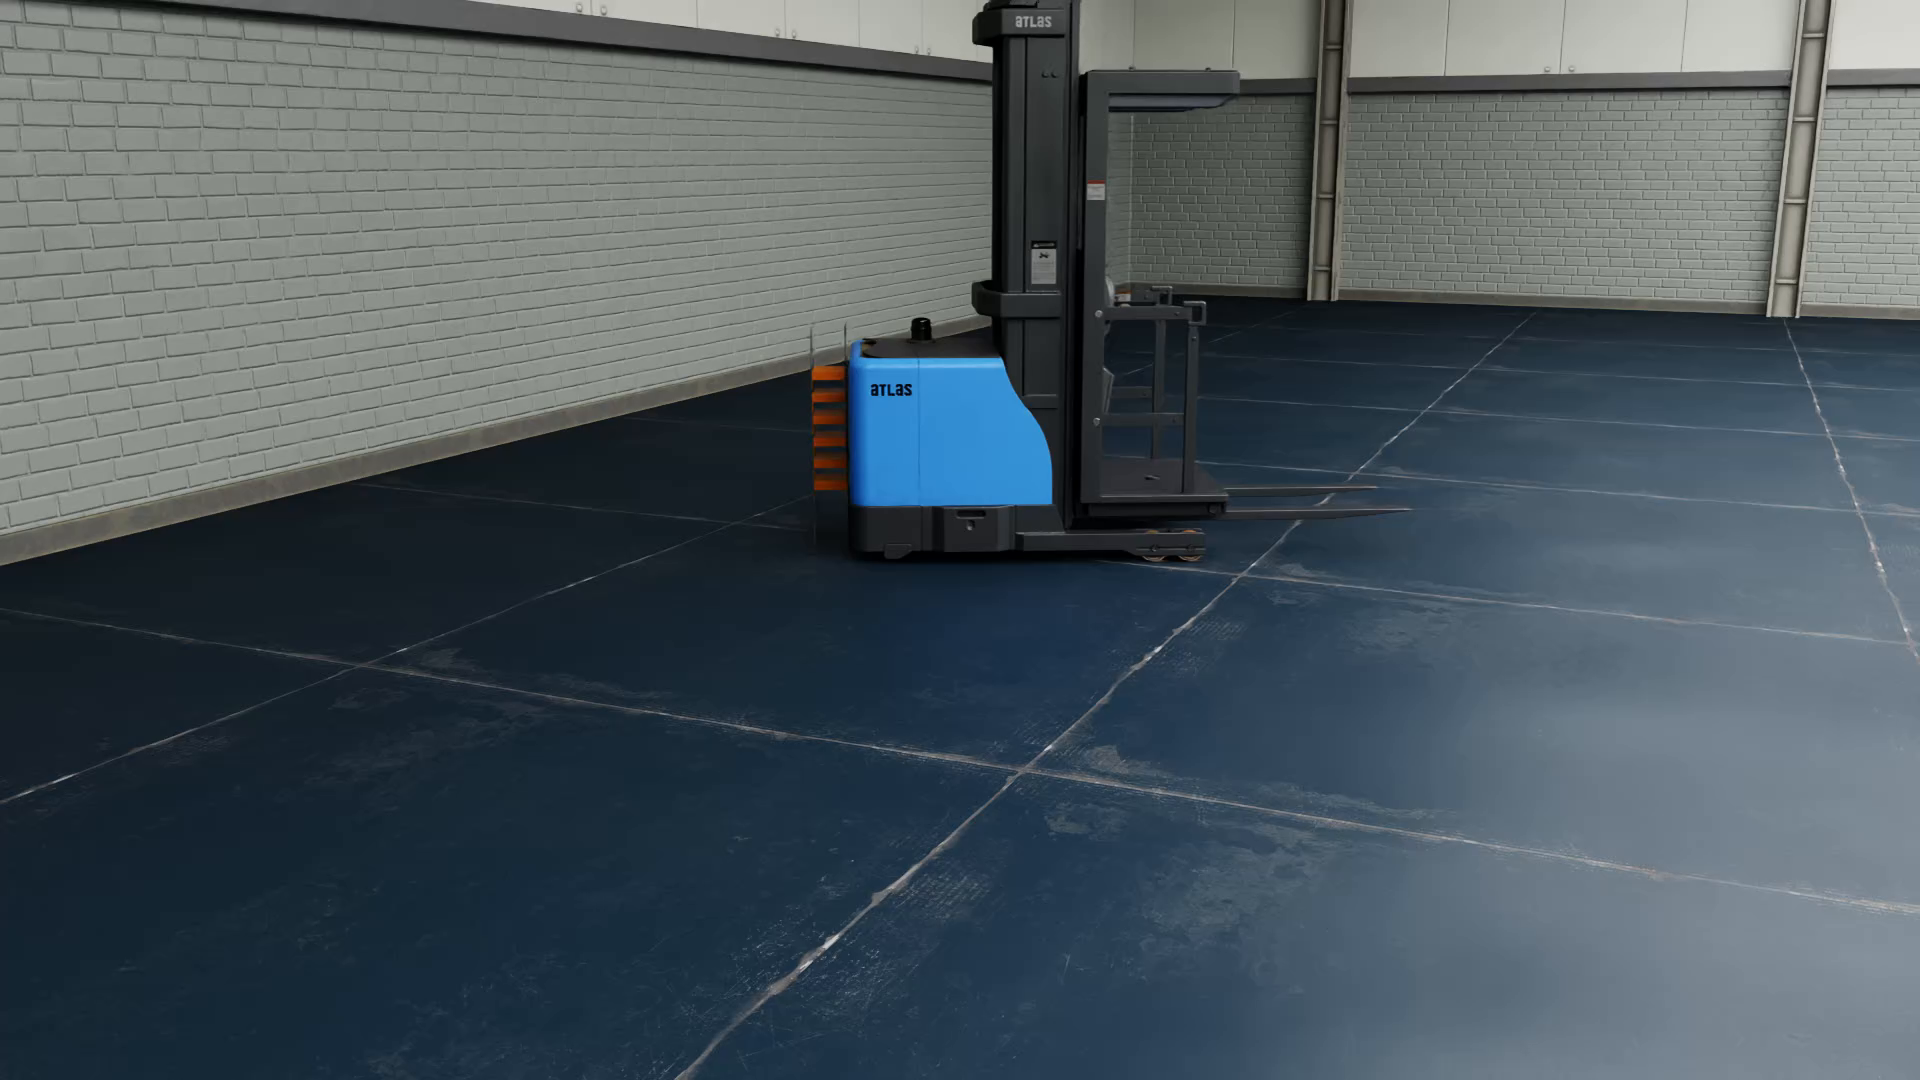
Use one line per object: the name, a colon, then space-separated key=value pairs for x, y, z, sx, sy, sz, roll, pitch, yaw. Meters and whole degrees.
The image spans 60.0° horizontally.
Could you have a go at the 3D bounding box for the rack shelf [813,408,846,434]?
rack shelf: x=-0.709 y=-0.650 z=9.067 sx=0.180 sy=0.103 sz=0.258 roll=-1 pitch=13 yaw=-3

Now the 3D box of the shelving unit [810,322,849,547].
shelving unit: x=-0.709 y=-0.576 z=9.084 sx=0.189 sy=1.200 sz=0.258 roll=-1 pitch=13 yaw=-3

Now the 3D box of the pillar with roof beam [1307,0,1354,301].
pillar with roof beam: x=3.505 y=-6.959 z=19.213 sx=0.400 sy=9.000 sz=9.100 roll=6 pitch=14 yaw=23

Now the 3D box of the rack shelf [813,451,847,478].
rack shelf: x=-0.709 y=-0.416 z=9.122 sx=0.180 sy=0.103 sz=0.258 roll=-1 pitch=13 yaw=-3

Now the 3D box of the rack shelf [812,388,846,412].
rack shelf: x=-0.709 y=-0.767 z=9.040 sx=0.180 sy=0.103 sz=0.258 roll=-1 pitch=13 yaw=-3

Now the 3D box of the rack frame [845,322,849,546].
rack frame: x=-0.617 y=-0.577 z=9.089 sx=0.006 sy=1.200 sz=0.240 roll=-1 pitch=13 yaw=-3

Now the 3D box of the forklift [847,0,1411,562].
forklift: x=0.906 y=-1.431 z=8.939 sx=3.031 sy=2.935 sz=1.130 roll=-1 pitch=13 yaw=-3

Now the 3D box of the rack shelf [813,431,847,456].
rack shelf: x=-0.709 y=-0.533 z=9.094 sx=0.180 sy=0.103 sz=0.258 roll=-1 pitch=13 yaw=-3

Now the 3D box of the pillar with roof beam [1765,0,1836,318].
pillar with roof beam: x=8.990 y=-6.404 z=16.847 sx=0.400 sy=9.000 sz=9.100 roll=6 pitch=14 yaw=23

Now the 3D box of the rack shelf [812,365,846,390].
rack shelf: x=-0.709 y=-0.883 z=9.012 sx=0.180 sy=0.103 sz=0.258 roll=-1 pitch=13 yaw=-3

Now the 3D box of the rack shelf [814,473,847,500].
rack shelf: x=-0.709 y=-0.299 z=9.149 sx=0.180 sy=0.103 sz=0.258 roll=-1 pitch=13 yaw=-3

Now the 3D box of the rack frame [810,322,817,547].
rack frame: x=-0.800 y=-0.575 z=9.080 sx=0.006 sy=1.200 sz=0.240 roll=-1 pitch=13 yaw=-3
